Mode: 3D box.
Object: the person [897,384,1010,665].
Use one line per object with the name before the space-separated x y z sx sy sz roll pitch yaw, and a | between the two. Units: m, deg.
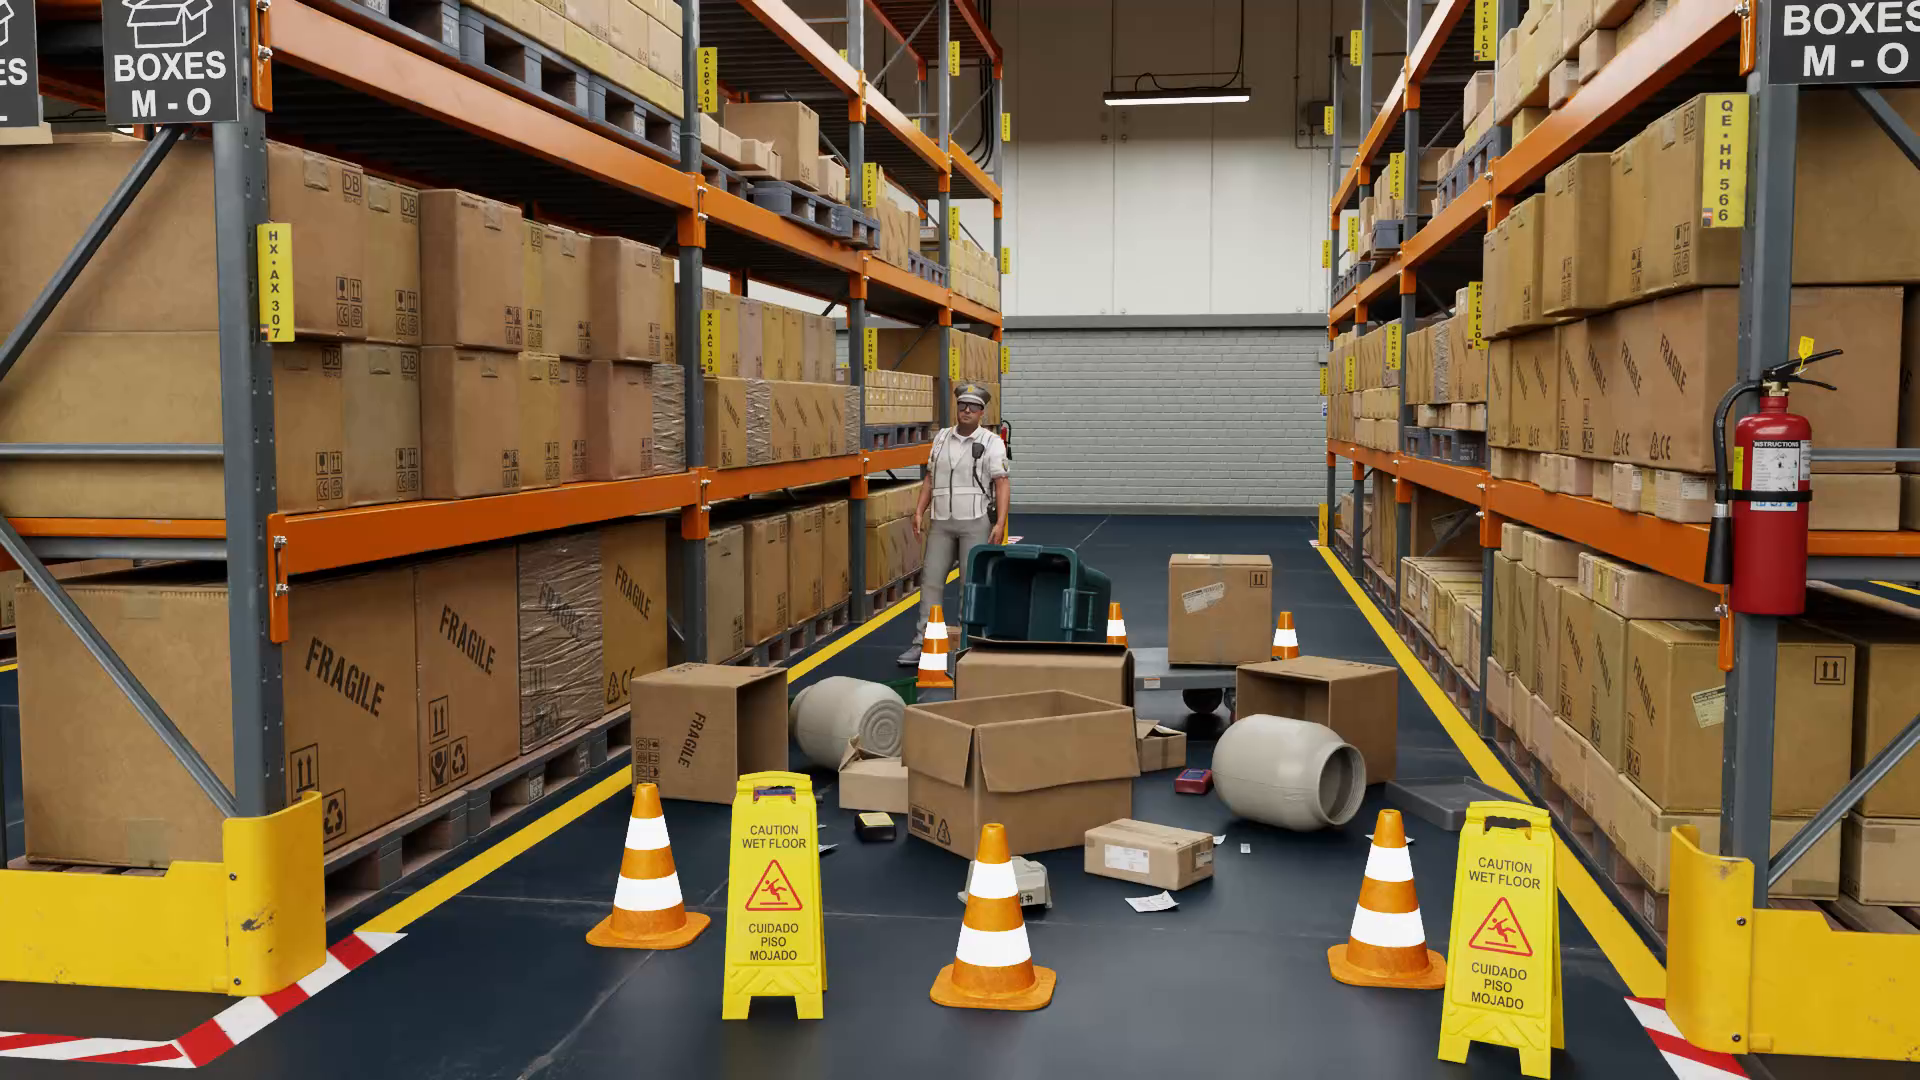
person | -0.026 -0.104 10.618 0.641 1.781 0.573 2 5 21
